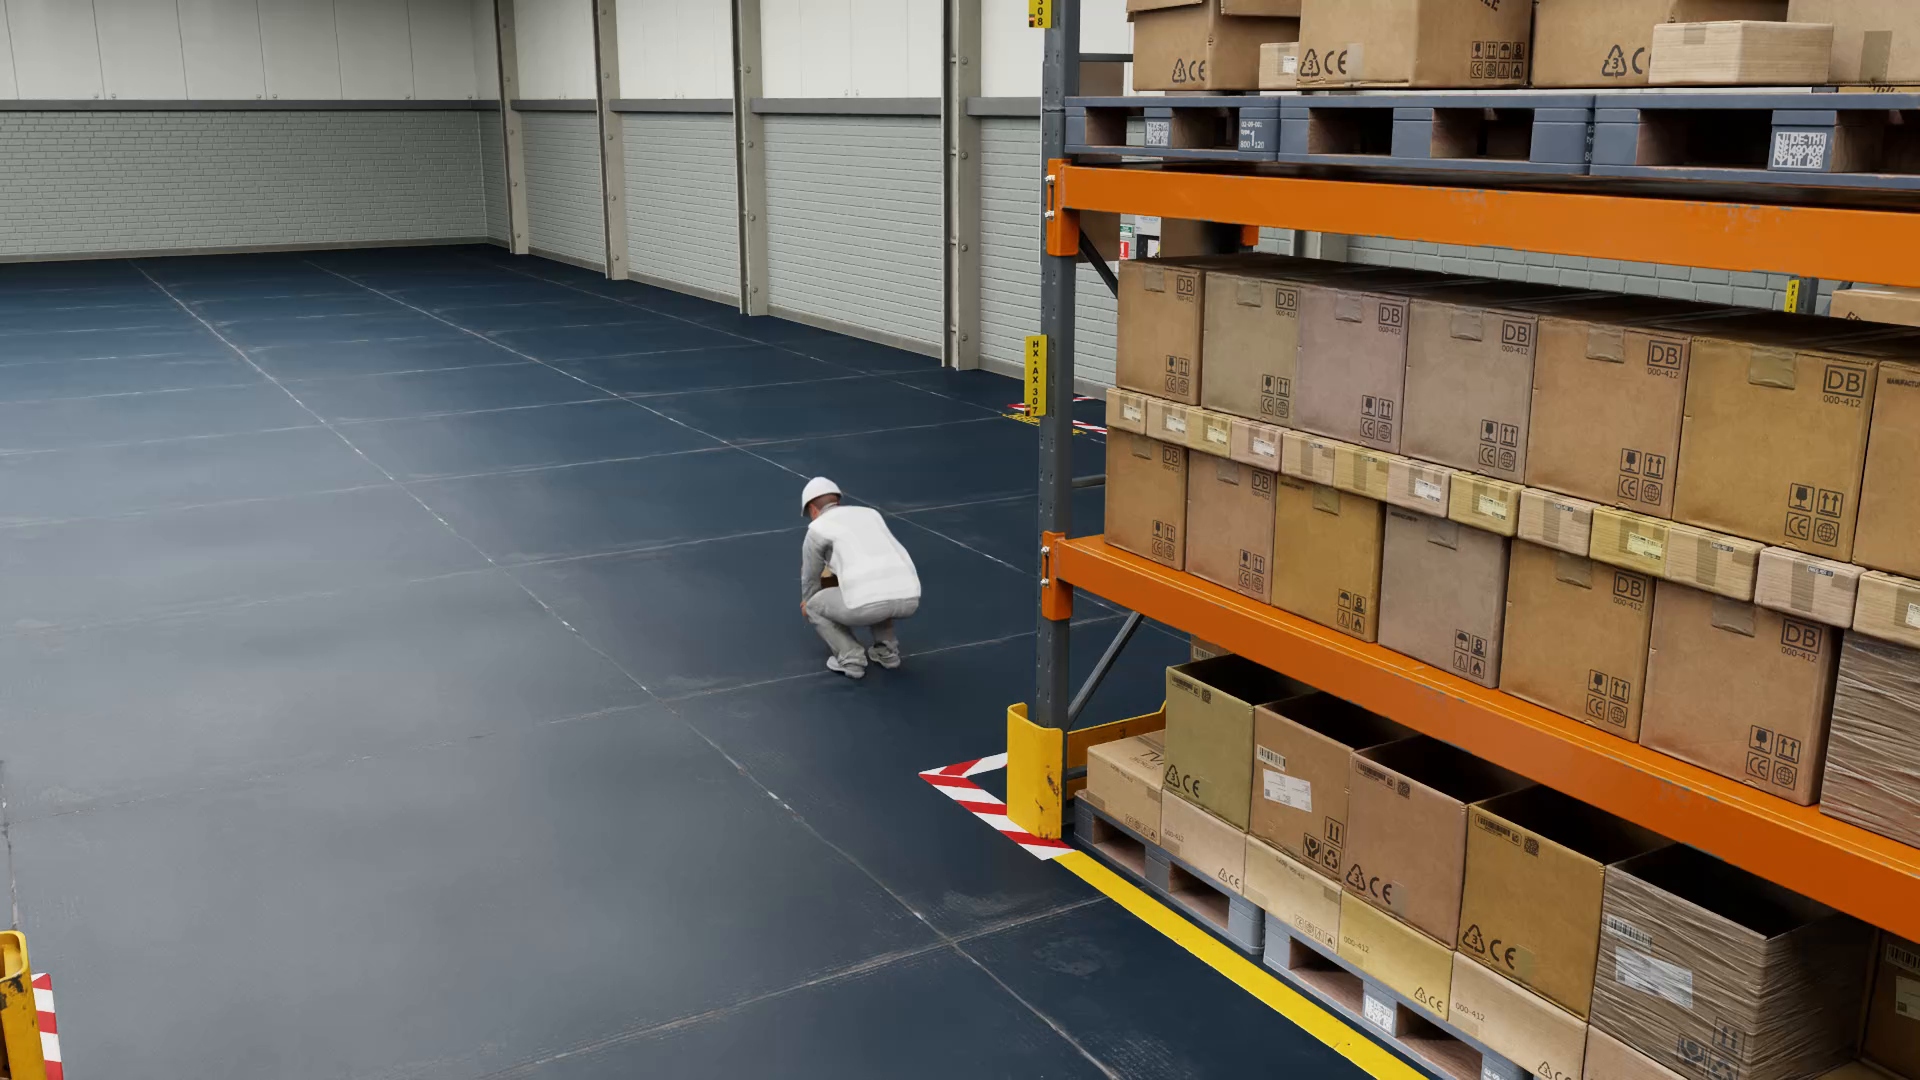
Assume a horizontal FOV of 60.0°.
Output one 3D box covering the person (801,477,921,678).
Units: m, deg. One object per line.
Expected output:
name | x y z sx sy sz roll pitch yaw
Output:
person | -0.588 0.199 9.225 0.508 1.013 0.875 -9 17 -31
